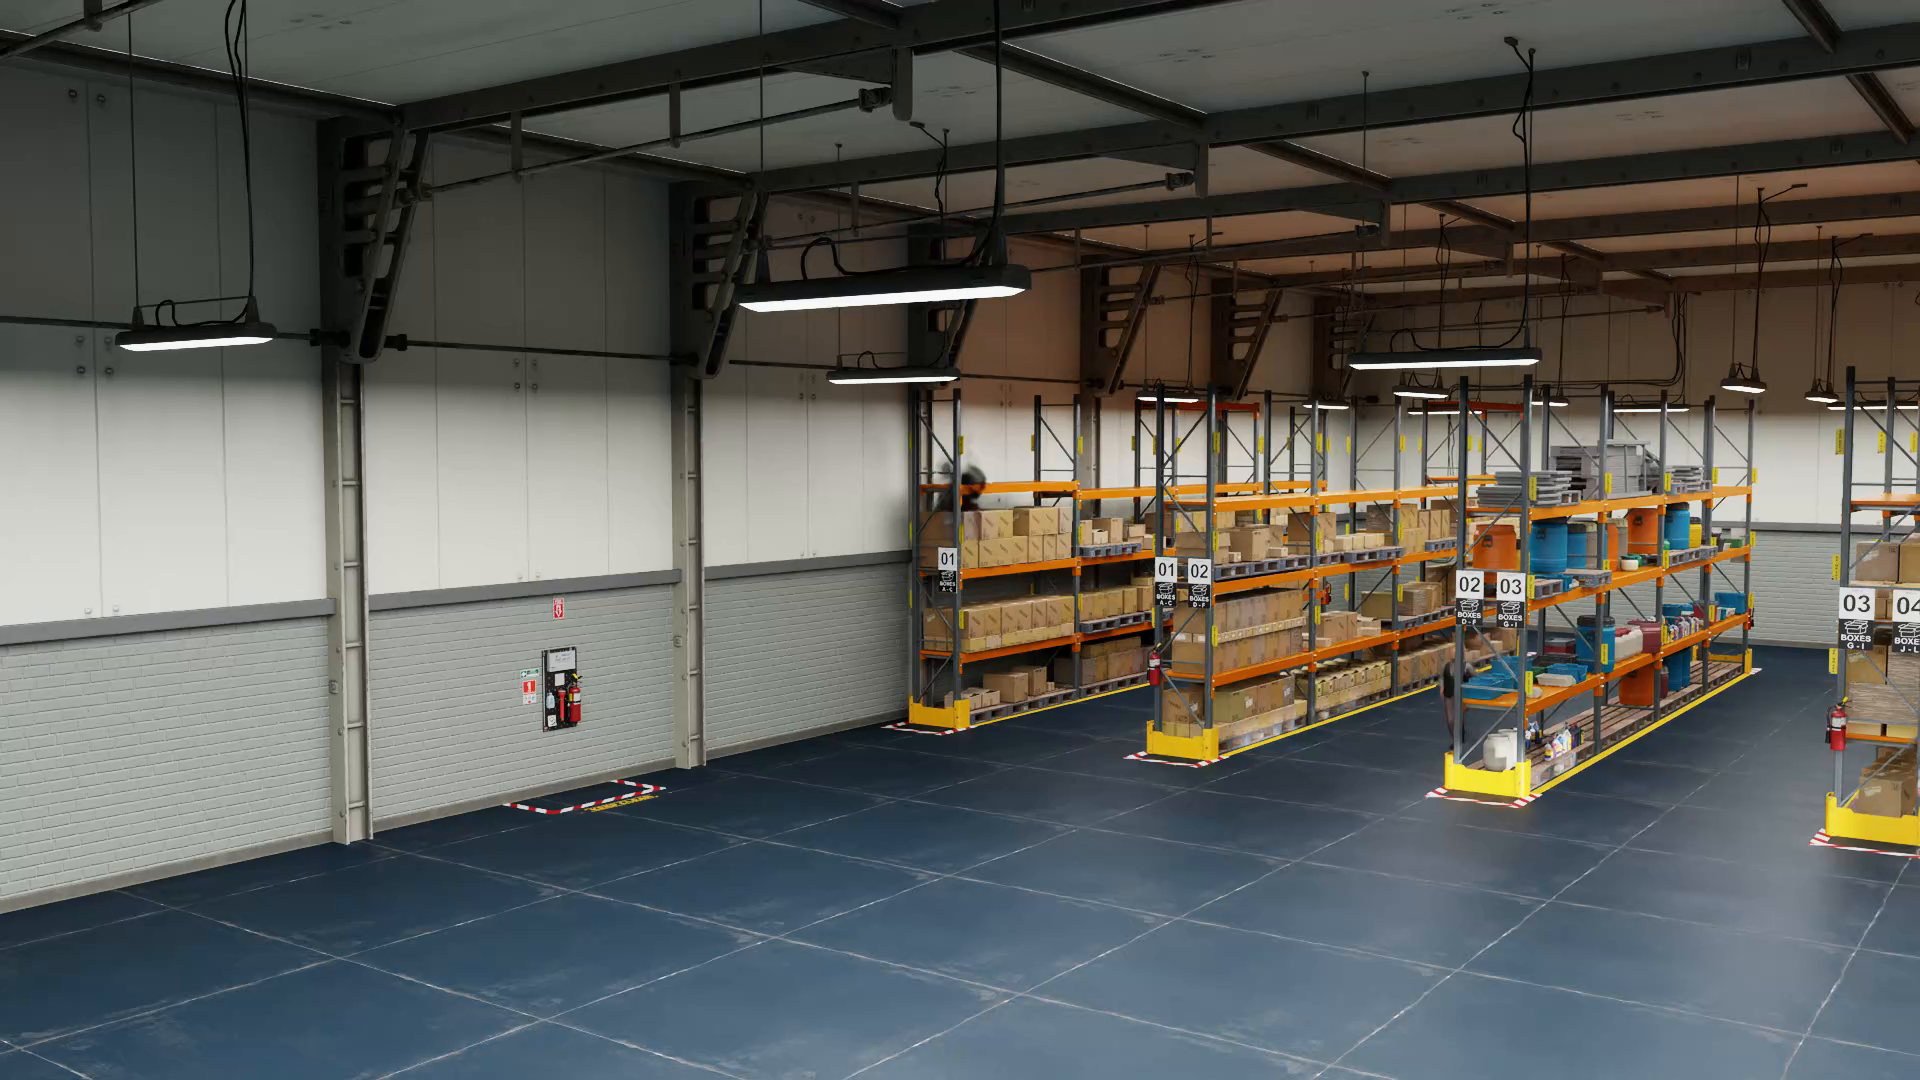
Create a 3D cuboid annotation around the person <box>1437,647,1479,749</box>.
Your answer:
[{"bbox_3d":[8.138,2.605,27.310,0.672,1.680,0.542,3,4,38],"label":"person"}]
